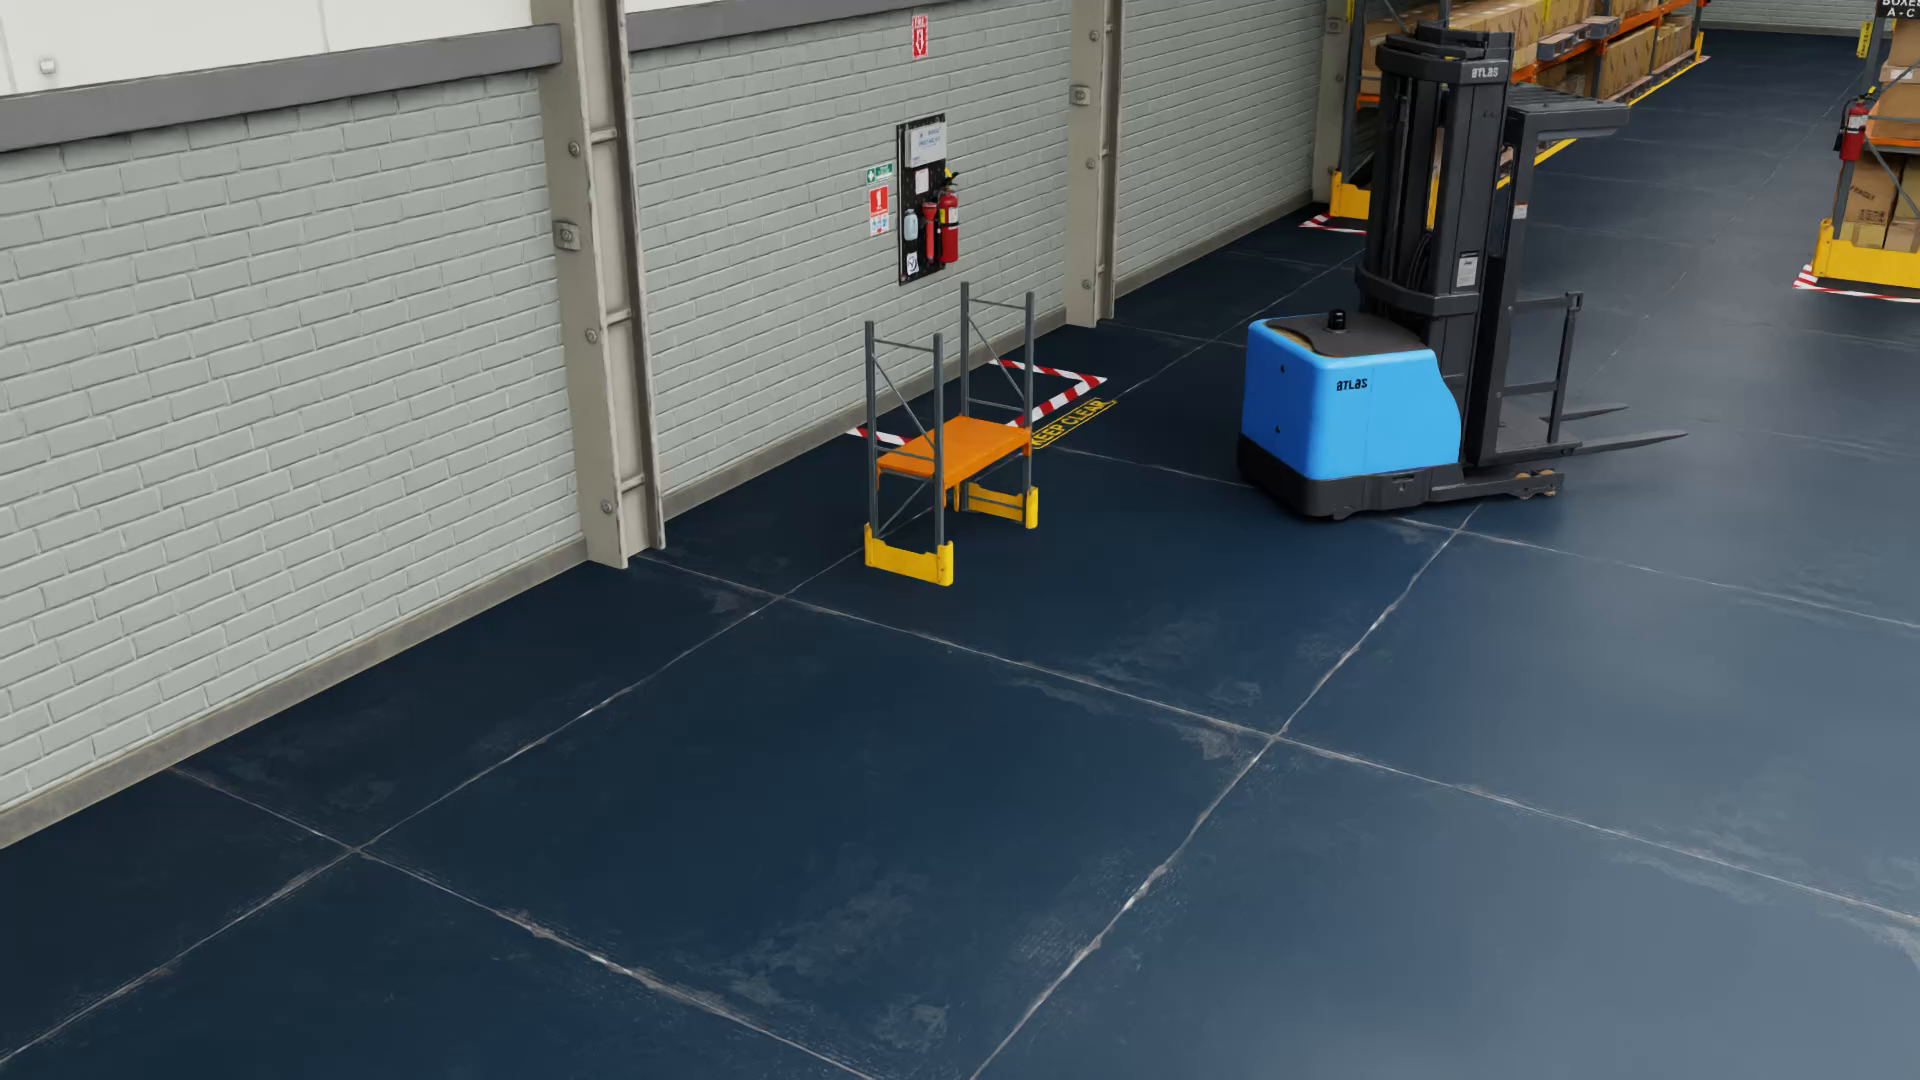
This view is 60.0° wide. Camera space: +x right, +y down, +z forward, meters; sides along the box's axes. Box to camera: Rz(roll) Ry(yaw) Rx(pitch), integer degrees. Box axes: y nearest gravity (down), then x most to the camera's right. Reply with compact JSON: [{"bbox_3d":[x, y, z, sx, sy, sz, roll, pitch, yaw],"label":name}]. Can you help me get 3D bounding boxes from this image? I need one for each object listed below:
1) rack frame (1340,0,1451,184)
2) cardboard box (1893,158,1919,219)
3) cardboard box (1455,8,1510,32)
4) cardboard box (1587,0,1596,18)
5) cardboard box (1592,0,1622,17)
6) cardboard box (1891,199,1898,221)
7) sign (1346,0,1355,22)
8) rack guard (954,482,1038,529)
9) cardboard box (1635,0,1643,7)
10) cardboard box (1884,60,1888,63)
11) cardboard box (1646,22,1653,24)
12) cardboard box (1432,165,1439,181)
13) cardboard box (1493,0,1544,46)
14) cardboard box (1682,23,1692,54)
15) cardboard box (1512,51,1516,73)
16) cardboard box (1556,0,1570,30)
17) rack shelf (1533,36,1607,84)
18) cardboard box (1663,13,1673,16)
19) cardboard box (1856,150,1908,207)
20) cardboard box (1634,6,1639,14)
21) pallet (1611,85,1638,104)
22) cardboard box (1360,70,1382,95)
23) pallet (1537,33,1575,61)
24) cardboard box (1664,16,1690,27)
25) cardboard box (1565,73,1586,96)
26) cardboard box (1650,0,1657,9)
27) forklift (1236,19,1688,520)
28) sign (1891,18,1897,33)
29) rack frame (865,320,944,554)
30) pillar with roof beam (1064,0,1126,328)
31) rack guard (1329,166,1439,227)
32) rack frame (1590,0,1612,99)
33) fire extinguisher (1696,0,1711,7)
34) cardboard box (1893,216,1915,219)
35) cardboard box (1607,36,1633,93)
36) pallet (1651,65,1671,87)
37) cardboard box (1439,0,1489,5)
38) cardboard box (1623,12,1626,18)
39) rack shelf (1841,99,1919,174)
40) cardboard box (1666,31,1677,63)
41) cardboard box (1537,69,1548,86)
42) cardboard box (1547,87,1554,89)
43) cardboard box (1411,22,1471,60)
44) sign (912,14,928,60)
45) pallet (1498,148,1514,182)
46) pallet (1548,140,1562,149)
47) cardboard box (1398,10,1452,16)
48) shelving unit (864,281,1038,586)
[{"bbox_3d":[4.669,-4.934,17.872,1.000,3.000,0.127,14,27,29],"label":"rack frame"},{"bbox_3d":[9.614,-3.476,16.492,0.500,0.500,0.500,14,27,29],"label":"cardboard box"},{"bbox_3d":[5.986,-5.831,19.164,0.500,0.500,0.500,15,27,31],"label":"cardboard box"},{"bbox_3d":[8.650,-7.721,23.630,0.700,0.500,0.500,11,26,23],"label":"cardboard box"},{"bbox_3d":[9.363,-7.936,24.281,0.500,0.500,0.500,15,27,30],"label":"cardboard box"},{"bbox_3d":[9.427,-3.411,17.287,0.500,0.250,0.500,14,27,29],"label":"cardboard box"},{"bbox_3d":[4.208,-5.733,17.863,0.100,0.325,0.005,14,27,29],"label":"sign"},{"bbox_3d":[0.222,-0.257,10.529,0.587,0.250,0.087,14,27,29],"label":"rack guard"},{"bbox_3d":[10.178,-8.455,25.481,0.500,0.500,0.500,15,27,30],"label":"cardboard box"},{"bbox_3d":[9.056,-4.498,15.923,0.380,0.149,0.250,15,27,30],"label":"cardboard box"},{"bbox_3d":[11.784,-8.903,28.842,0.380,0.149,0.250,14,27,29],"label":"cardboard box"},{"bbox_3d":[5.111,-4.117,18.814,0.500,0.311,0.500,11,26,23],"label":"cardboard box"},{"bbox_3d":[6.793,-6.344,20.349,0.500,0.500,0.500,14,27,29],"label":"cardboard box"},{"bbox_3d":[12.825,-9.123,30.165,0.700,0.500,0.500,14,27,29],"label":"cardboard box"},{"bbox_3d":[6.265,-5.662,19.716,0.500,0.250,0.500,14,27,29],"label":"cardboard box"},{"bbox_3d":[7.698,-7.112,22.224,0.700,0.500,0.500,18,29,36],"label":"cardboard box"},{"bbox_3d":[7.834,-6.629,22.692,1.077,0.370,4.000,14,27,29],"label":"rack shelf"},{"bbox_3d":[12.721,-9.504,30.230,0.380,0.149,0.250,14,27,29],"label":"cardboard box"},{"bbox_3d":[9.425,-3.756,17.139,0.500,0.500,0.500,14,27,29],"label":"cardboard box"},{"bbox_3d":[10.354,-8.285,25.903,0.380,0.149,0.250,13,27,28],"label":"cardboard box"},{"bbox_3d":[10.014,-7.015,26.188,1.003,0.211,1.213,14,27,29],"label":"pallet"},{"bbox_3d":[4.751,-5.073,18.356,0.500,0.250,0.500,14,27,30],"label":"cardboard box"},{"bbox_3d":[7.306,-6.423,21.554,1.003,0.211,1.213,14,27,29],"label":"pallet"},{"bbox_3d":[12.778,-9.252,29.648,0.380,0.149,0.250,15,27,30],"label":"cardboard box"},{"bbox_3d":[8.554,-6.435,23.931,0.700,0.500,0.500,14,27,30],"label":"cardboard box"},{"bbox_3d":[10.948,-8.614,26.664,0.380,0.149,0.250,14,27,30],"label":"cardboard box"},{"bbox_3d":[3.442,-1.804,10.727,3.031,2.935,1.130,-8,25,-17],"label":"forklift"},{"bbox_3d":[10.524,-5.853,18.636,0.100,0.325,0.005,14,27,29],"label":"sign"},{"bbox_3d":[-0.313,-0.488,9.489,0.500,1.500,0.032,14,27,29],"label":"rack frame"},{"bbox_3d":[4.796,-5.177,10.883,9.100,9.000,0.400,14,27,29],"label":"pillar with roof beam"},{"bbox_3d":[4.709,-3.813,18.427,1.175,0.500,0.348,14,27,29],"label":"rack guard"},{"bbox_3d":[8.889,-7.634,24.109,1.000,3.000,0.127,14,27,29],"label":"rack frame"},{"bbox_3d":[13.581,-10.082,30.330,0.296,0.674,0.183,14,27,29],"label":"fire extinguisher"},{"bbox_3d":[9.612,-3.132,16.641,0.500,0.250,0.500,14,27,29],"label":"cardboard box"},{"bbox_3d":[9.856,-7.355,25.642,0.750,0.750,0.750,14,27,29],"label":"cardboard box"},{"bbox_3d":[11.467,-7.945,28.336,1.003,0.211,1.213,14,27,29],"label":"pallet"},{"bbox_3d":[6.078,-6.280,20.200,0.500,0.500,0.500,14,27,29],"label":"cardboard box"},{"bbox_3d":[9.915,-8.031,25.316,0.380,0.149,0.250,14,27,30],"label":"cardboard box"},{"bbox_3d":[9.935,-4.242,17.179,1.077,0.370,4.000,14,27,29],"label":"rack shelf"},{"bbox_3d":[12.021,-8.602,28.963,0.700,0.500,0.500,15,27,30],"label":"cardboard box"},{"bbox_3d":[7.654,-6.261,22.585,0.500,0.250,0.500,13,27,27],"label":"cardboard box"},{"bbox_3d":[7.687,-5.939,22.787,0.700,0.500,0.500,14,27,30],"label":"cardboard box"},{"bbox_3d":[5.177,-5.317,17.975,0.500,0.500,0.500,14,27,29],"label":"cardboard box"},{"bbox_3d":[-0.286,-3.582,11.832,0.001,0.298,0.199,14,27,29],"label":"sign"},{"bbox_3d":[6.455,-4.770,21.003,1.003,0.211,1.213,14,27,29],"label":"pallet"},{"bbox_3d":[7.831,-5.681,23.107,1.003,0.211,1.213,14,27,29],"label":"pallet"},{"bbox_3d":[5.280,-5.765,19.012,0.500,0.500,0.500,13,27,28],"label":"cardboard box"},{"bbox_3d":[-0.040,-0.663,9.893,0.587,1.500,1.083,14,27,29],"label":"shelving unit"}]
